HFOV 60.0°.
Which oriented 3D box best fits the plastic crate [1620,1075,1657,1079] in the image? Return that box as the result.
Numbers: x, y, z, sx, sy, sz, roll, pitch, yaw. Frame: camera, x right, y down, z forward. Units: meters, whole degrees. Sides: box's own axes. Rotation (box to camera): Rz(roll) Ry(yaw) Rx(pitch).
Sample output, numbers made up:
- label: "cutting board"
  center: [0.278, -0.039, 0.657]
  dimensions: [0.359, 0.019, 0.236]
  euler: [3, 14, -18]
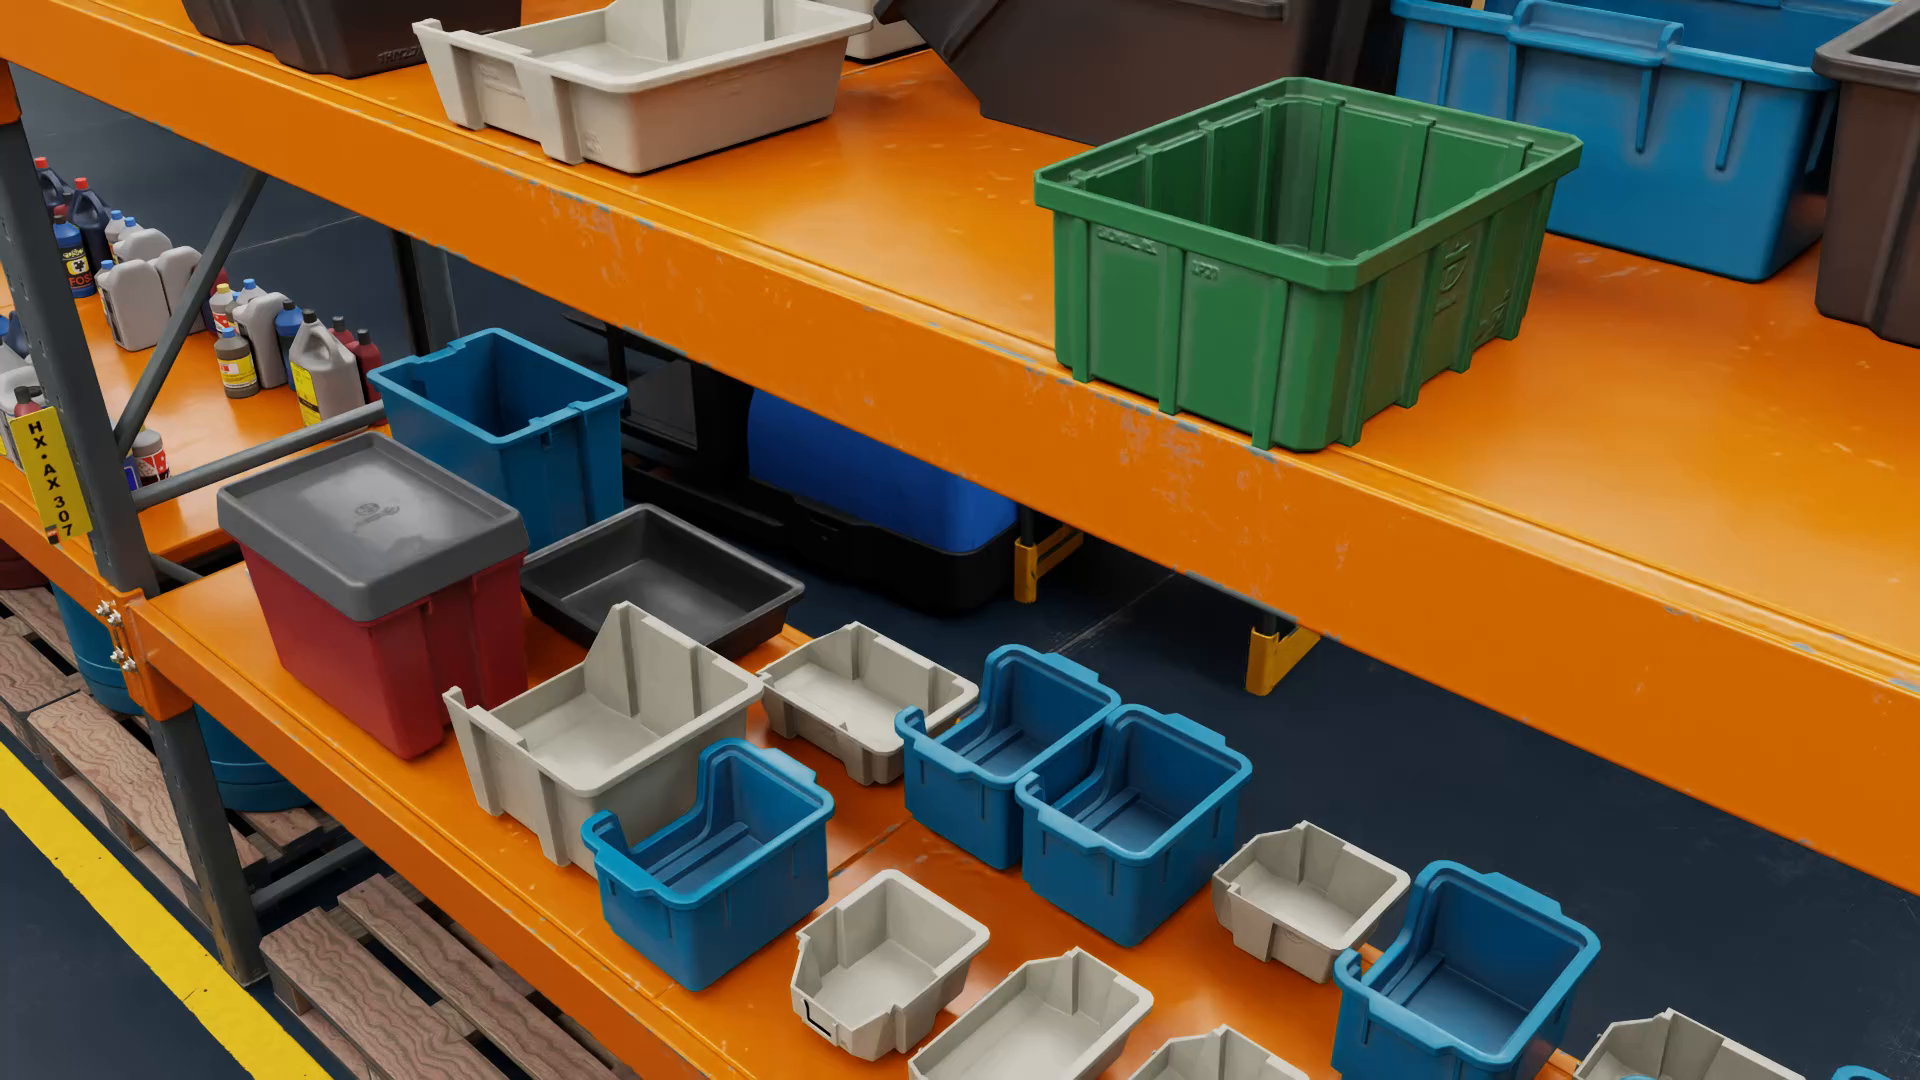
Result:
- label: "plastic crate"
  center: [0.881, 1.064, 1.982]
  dimensions: [0.499, 0.435, 0.616]
  euler: [25, 39, 35]

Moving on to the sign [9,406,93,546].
- label: "sign"
  center: [-2.082, -0.144, 3.813]
  dimensions: [0.005, 0.325, 0.100]
  euler: [25, 39, 35]

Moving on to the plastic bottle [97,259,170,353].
- label: "plastic bottle"
  center: [-2.588, -0.750, 5.208]
  dimensions: [0.135, 0.276, 0.152]
  euler: [25, 39, 35]

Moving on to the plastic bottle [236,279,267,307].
- label: "plastic bottle"
  center: [-2.138, -0.663, 5.068]
  dimensions: [0.097, 0.271, 0.097]
  euler: [0, 31, 0]

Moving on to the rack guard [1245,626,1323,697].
- label: "rack guard"
  center: [1.206, 0.313, 5.988]
  dimensions: [0.087, 0.250, 0.587]
  euler: [21, 37, 30]

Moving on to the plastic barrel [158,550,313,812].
- label: "plastic barrel"
  center: [-2.104, 0.289, 4.989]
  dimensions: [0.708, 0.901, 0.600]
  euler: [25, 39, 35]

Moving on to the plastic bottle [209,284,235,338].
- label: "plastic bottle"
  center: [-2.282, -0.701, 5.198]
  dimensions: [0.097, 0.201, 0.097]
  euler: [0, 31, 0]

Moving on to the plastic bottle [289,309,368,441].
- label: "plastic bottle"
  center: [-1.785, -0.474, 4.677]
  dimensions: [0.185, 0.351, 0.144]
  euler: [25, 39, 35]

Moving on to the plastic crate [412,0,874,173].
- label: "plastic crate"
  center: [-0.444, -0.643, 2.258]
  dimensions: [0.530, 0.136, 0.437]
  euler: [25, 39, 35]

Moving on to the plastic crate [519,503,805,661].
- label: "plastic crate"
  center: [-0.701, 0.141, 3.815]
  dimensions: [0.590, 0.125, 0.437]
  euler: [25, 39, 35]

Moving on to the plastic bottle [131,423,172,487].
- label: "plastic bottle"
  center: [-2.151, -0.217, 4.395]
  dimensions: [0.097, 0.201, 0.097]
  euler: [0, 31, 0]

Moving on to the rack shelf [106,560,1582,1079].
- label: "rack shelf"
  center: [-0.229, 0.765, 3.268]
  dimensions: [4.000, 0.370, 1.077]
  euler: [25, 39, 35]

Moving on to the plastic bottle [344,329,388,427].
- label: "plastic bottle"
  center: [-1.697, -0.475, 4.745]
  dimensions: [0.133, 0.283, 0.061]
  euler: [25, 39, 35]

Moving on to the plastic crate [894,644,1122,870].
- label: "plastic crate"
  center: [0.093, 0.424, 3.241]
  dimensions: [0.300, 0.233, 0.416]
  euler: [25, 39, 35]

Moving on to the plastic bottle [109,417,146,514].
- label: "plastic bottle"
  center: [-2.221, -0.195, 4.286]
  dimensions: [0.135, 0.276, 0.152]
  euler: [25, 39, 35]

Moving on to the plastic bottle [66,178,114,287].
- label: "plastic bottle"
  center: [-2.918, -1.045, 5.625]
  dimensions: [0.185, 0.351, 0.144]
  euler: [25, 39, 35]

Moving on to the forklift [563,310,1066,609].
- label: "forklift"
  center: [-0.892, -1.594, 6.556]
  dimensions: [3.031, 2.935, 1.130]
  euler: [21, 37, 30]

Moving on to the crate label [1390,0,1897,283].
- label: "crate label"
  center: [0.787, -0.515, 1.933]
  dimensions: [0.502, 0.251, 0.408]
  euler: [25, 39, 35]

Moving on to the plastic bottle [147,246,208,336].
- label: "plastic bottle"
  center: [-2.486, -0.809, 5.305]
  dimensions: [0.135, 0.276, 0.152]
  euler: [25, 39, 35]

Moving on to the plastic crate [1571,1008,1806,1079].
- label: "plastic crate"
  center: [1.110, 0.882, 2.574]
  dimensions: [0.298, 0.136, 0.250]
  euler: [25, 39, 35]

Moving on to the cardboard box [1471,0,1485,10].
- label: "cardboard box"
  center: [2.158, -2.150, 6.347]
  dimensions: [0.500, 0.500, 0.500]
  euler: [24, 38, 34]

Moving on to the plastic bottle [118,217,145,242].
- label: "plastic bottle"
  center: [-2.725, -0.937, 5.524]
  dimensions: [0.097, 0.271, 0.097]
  euler: [0, 31, 0]

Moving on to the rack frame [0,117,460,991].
- label: "rack frame"
  center: [-1.712, -0.235, 4.233]
  dimensions: [0.127, 3.000, 1.000]
  euler: [25, 39, 35]

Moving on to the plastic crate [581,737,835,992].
- label: "plastic crate"
  center: [-0.441, 0.582, 2.979]
  dimensions: [0.300, 0.233, 0.416]
  euler: [25, 39, 35]

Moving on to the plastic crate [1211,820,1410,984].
- label: "plastic crate"
  center: [0.607, 0.647, 2.964]
  dimensions: [0.298, 0.136, 0.250]
  euler: [25, 39, 35]

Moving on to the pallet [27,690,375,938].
- label: "pallet"
  center: [-2.256, 0.676, 5.422]
  dimensions: [1.213, 0.211, 1.003]
  euler: [25, 39, 35]

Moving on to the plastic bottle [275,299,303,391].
- label: "plastic bottle"
  center: [-1.966, -0.583, 4.935]
  dimensions: [0.097, 0.271, 0.097]
  euler: [0, 31, 0]

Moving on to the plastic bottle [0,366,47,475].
- label: "plastic bottle"
  center: [-2.492, -0.321, 4.496]
  dimensions: [0.135, 0.276, 0.152]
  euler: [25, 39, 35]

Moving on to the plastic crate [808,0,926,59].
- label: "plastic crate"
  center: [-0.182, -0.970, 2.660]
  dimensions: [0.530, 0.282, 0.437]
  euler: [25, 39, 35]

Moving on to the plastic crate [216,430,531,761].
- label: "plastic crate"
  center: [-1.218, 0.116, 3.528]
  dimensions: [0.583, 0.464, 0.402]
  euler: [25, 39, 35]

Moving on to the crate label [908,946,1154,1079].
- label: "crate label"
  center: [0.100, 0.830, 2.660]
  dimensions: [0.243, 0.136, 0.396]
  euler: [25, 39, 35]

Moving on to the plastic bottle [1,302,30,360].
- label: "plastic bottle"
  center: [-2.653, -0.526, 4.764]
  dimensions: [0.185, 0.351, 0.144]
  euler: [25, 39, 35]

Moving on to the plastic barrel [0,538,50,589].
- label: "plastic barrel"
  center: [-3.466, -0.213, 6.126]
  dimensions: [0.708, 0.588, 0.600]
  euler: [25, 39, 35]

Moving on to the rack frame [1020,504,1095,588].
- label: "rack frame"
  center: [0.388, -0.533, 6.181]
  dimensions: [0.032, 1.500, 0.500]
  euler: [21, 37, 30]

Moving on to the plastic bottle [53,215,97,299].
- label: "plastic bottle"
  center: [-2.966, -0.950, 5.544]
  dimensions: [0.097, 0.271, 0.097]
  euler: [0, 31, 0]

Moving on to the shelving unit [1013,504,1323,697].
- label: "shelving unit"
  center: [0.805, -0.375, 5.919]
  dimensions: [1.083, 1.500, 0.587]
  euler: [21, 37, 30]

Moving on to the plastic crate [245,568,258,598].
- label: "plastic crate"
  center: [-1.462, 0.068, 3.927]
  dimensions: [0.243, 0.136, 0.396]
  euler: [25, 39, 35]
